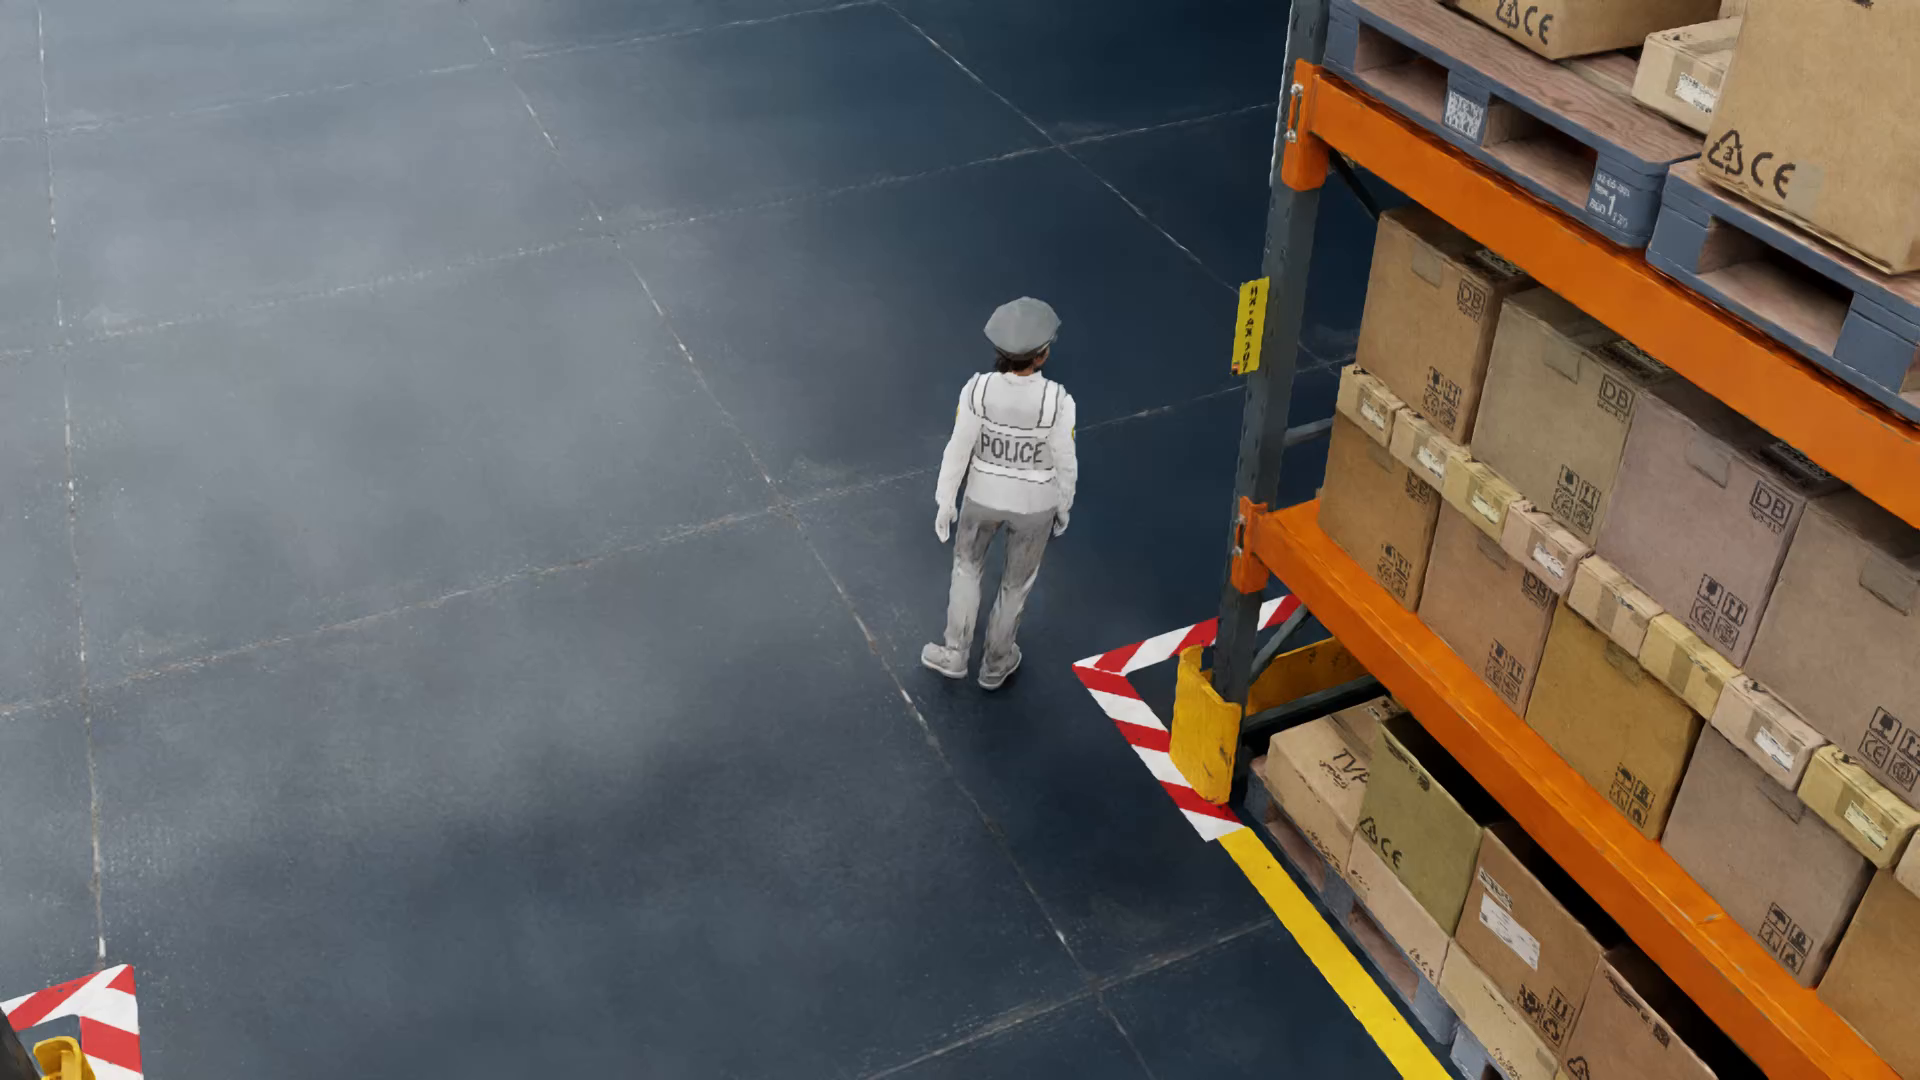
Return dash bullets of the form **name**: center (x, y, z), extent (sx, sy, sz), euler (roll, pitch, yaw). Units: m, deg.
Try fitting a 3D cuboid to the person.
- **person**: center (0.141, -0.126, 6.288), extent (0.593, 1.670, 0.447), euler (9, 38, 12)
